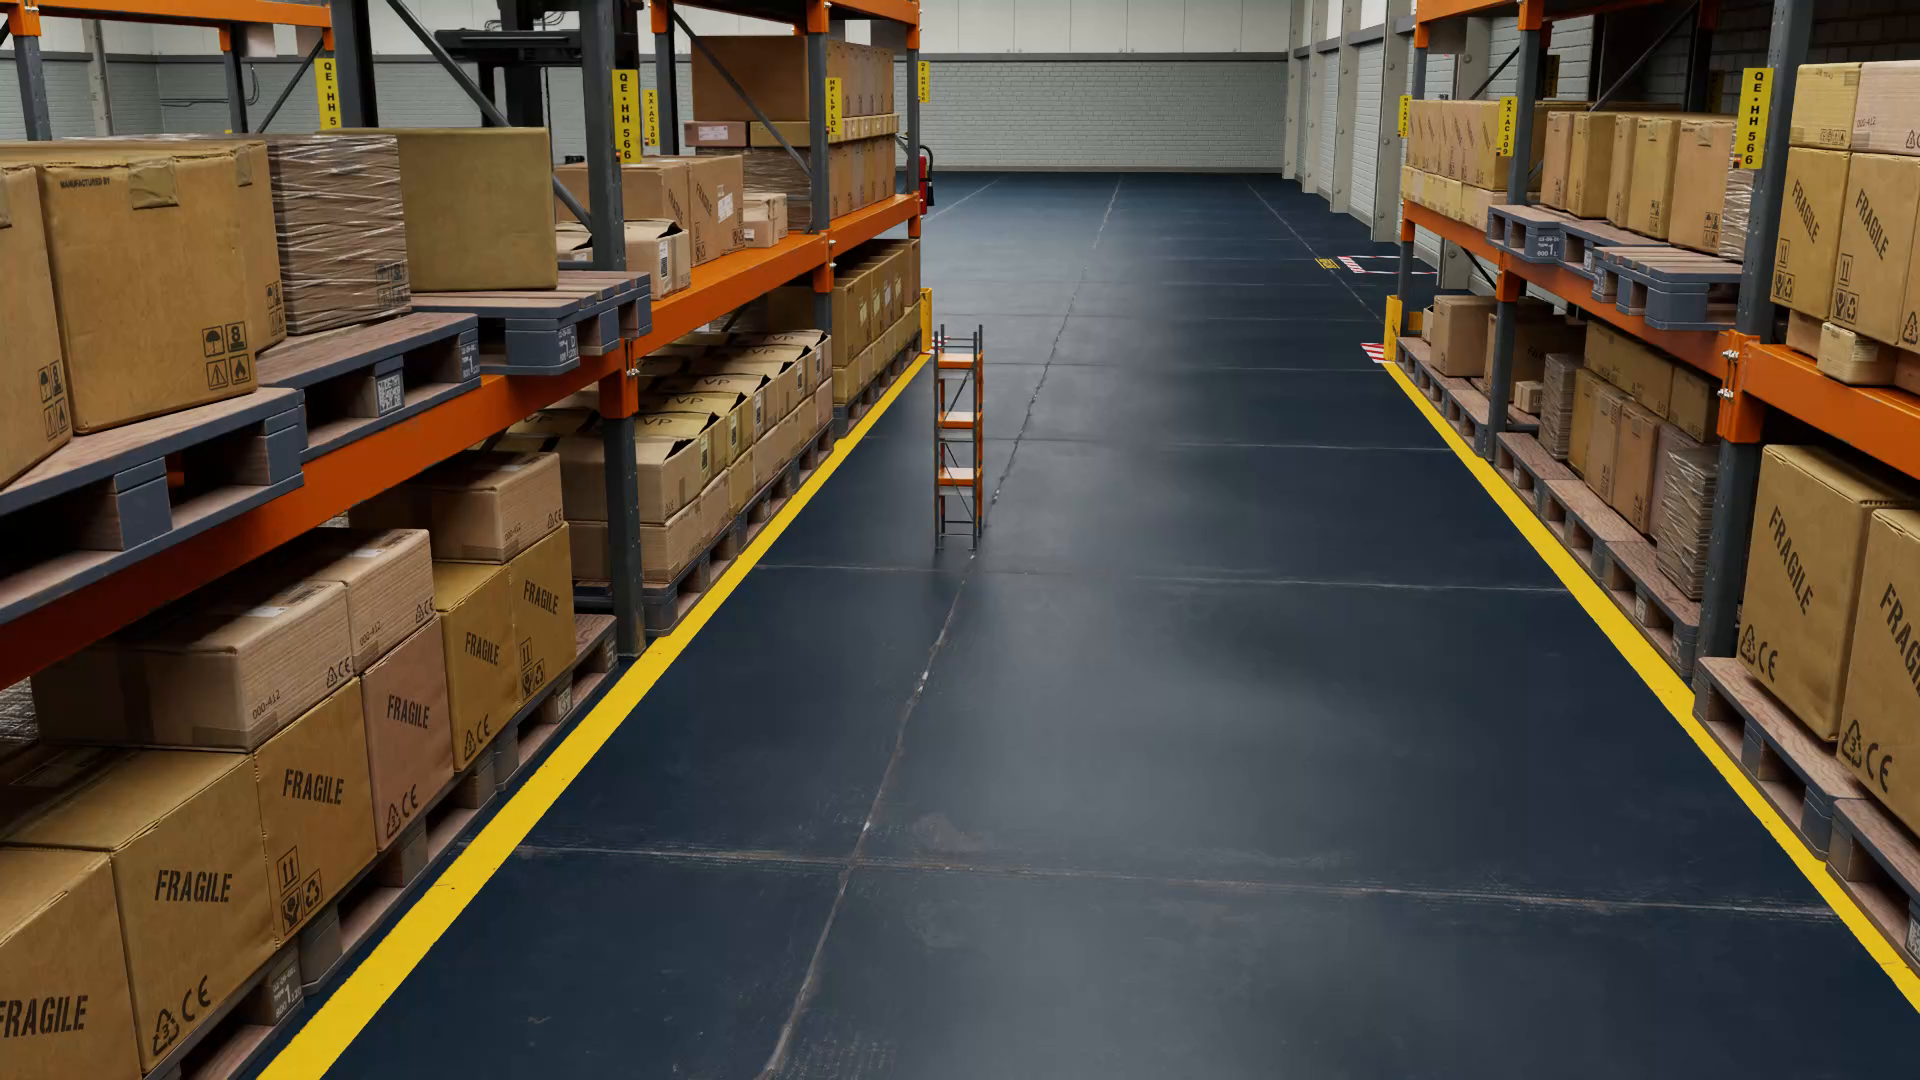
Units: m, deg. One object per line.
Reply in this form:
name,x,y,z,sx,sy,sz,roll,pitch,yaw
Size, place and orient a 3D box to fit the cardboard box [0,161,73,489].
cardboard box,-1.915,-0.343,2.686,0.700,0.500,0.500,-3,16,-13

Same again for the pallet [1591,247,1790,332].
pallet,3.157,-0.963,6.345,1.213,0.211,1.003,2,15,6

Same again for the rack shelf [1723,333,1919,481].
rack shelf,2.957,-0.002,3.801,1.077,0.370,4.000,2,15,6

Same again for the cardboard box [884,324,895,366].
cardboard box,-0.761,-1.426,12.152,0.500,0.250,0.500,2,15,6

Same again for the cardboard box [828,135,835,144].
cardboard box,-1.010,-2.608,10.625,0.380,0.149,0.250,1,15,5

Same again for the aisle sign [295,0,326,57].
aisle sign,-5.455,-4.499,14.075,0.394,0.787,0.004,2,15,6

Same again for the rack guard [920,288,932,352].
rack guard,-0.834,-1.887,14.184,1.175,0.500,0.348,2,15,6

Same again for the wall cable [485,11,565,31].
wall cable,-11.970,-16.423,45.144,2.305,6.003,0.169,2,15,6

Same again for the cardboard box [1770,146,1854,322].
cardboard box,2.874,-0.951,5.132,0.500,0.500,0.500,2,15,8

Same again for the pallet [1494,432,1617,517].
pallet,3.548,-0.357,9.079,1.003,0.211,1.213,2,15,6

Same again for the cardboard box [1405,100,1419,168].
cardboard box,3.733,-3.127,12.792,0.500,0.500,0.500,2,15,6

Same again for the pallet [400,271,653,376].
pallet,-1.746,-0.742,5.528,1.213,0.211,1.003,2,15,6

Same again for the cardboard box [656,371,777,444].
cardboard box,-1.221,-0.688,8.349,0.500,0.311,0.500,2,15,6

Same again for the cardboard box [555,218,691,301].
cardboard box,-1.446,-1.196,7.009,0.500,0.311,0.500,2,15,6

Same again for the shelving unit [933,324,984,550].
shelving unit,-0.006,-0.493,7.974,0.215,1.050,0.252,2,15,6

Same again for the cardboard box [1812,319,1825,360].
cardboard box,2.878,-0.613,5.124,0.380,0.149,0.250,2,15,7

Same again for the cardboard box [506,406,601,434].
cardboard box,-1.873,-0.437,7.420,0.500,0.311,0.500,1,15,5

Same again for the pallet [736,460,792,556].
pallet,-1.468,-0.195,8.477,1.003,0.211,1.213,2,15,6

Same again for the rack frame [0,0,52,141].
rack frame,-6.210,-2.197,10.541,1.000,3.000,0.127,2,15,6

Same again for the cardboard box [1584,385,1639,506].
cardboard box,3.461,-0.453,8.037,0.700,0.500,0.500,2,15,7

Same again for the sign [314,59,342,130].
sign,-2.292,-1.587,6.067,0.100,0.325,0.005,2,15,6

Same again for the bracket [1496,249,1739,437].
bracket,-11.251,-4.338,10.086,30.936,5.461,7.100,2,15,6

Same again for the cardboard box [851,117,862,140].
cardboard box,-0.894,-2.877,11.623,0.380,0.149,0.250,2,15,6

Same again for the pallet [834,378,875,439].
pallet,-1.157,-0.909,11.120,1.003,0.211,1.213,2,15,6

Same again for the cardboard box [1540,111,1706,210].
cardboard box,3.543,-2.035,8.907,0.700,0.500,0.500,2,15,6

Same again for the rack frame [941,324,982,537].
rack frame,0.008,-0.525,8.091,0.200,1.050,0.008,2,15,6

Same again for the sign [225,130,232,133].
sign,-6.304,-3.385,14.405,0.100,0.325,0.005,2,15,6

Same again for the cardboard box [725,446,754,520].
cardboard box,-1.280,-0.281,7.917,0.500,0.250,0.500,1,15,5

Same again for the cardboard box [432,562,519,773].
cardboard box,-1.671,0.365,5.011,0.500,0.500,0.500,1,15,4

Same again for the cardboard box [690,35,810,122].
cardboard box,-1.245,-2.840,10.242,0.700,0.500,0.500,2,15,7

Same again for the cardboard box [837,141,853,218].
cardboard box,-1.131,-2.481,11.398,0.700,0.500,0.500,2,15,7

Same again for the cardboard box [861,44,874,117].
cardboard box,-1.018,-3.360,12.166,0.700,0.500,0.500,2,15,6

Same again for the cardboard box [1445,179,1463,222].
cardboard box,3.492,-2.234,10.927,0.500,0.250,0.500,2,15,6

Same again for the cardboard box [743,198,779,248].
cardboard box,-1.205,-1.752,9.152,0.396,0.266,0.258,1,15,5

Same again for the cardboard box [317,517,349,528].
cardboard box,-2.129,0.227,5.522,0.500,0.500,0.500,1,15,4

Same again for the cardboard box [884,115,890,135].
cardboard box,-0.748,-3.210,12.853,0.380,0.149,0.250,1,15,5

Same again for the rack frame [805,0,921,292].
rack frame,-0.837,-3.088,13.834,1.000,3.000,0.127,2,15,6

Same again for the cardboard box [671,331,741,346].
cardboard box,-1.582,-1.096,9.859,0.500,0.311,0.500,2,15,6

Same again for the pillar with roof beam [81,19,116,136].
pillar with roof beam,-18.770,-14.213,43.487,9.100,9.000,0.400,2,15,6

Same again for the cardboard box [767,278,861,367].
cardboard box,-0.925,-1.399,10.615,0.500,0.500,0.500,2,15,6

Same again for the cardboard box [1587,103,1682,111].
cardboard box,3.895,-2.320,9.809,0.500,0.500,0.500,1,15,5

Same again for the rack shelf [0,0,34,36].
rack shelf,-6.435,-2.779,8.325,1.077,0.370,4.000,2,15,6

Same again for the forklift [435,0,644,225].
forklift,-2.719,-2.309,11.084,1.130,2.935,3.031,2,15,7

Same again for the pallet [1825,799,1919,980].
pallet,2.879,0.996,4.074,1.003,0.211,1.213,2,15,6

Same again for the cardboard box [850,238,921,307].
cardboard box,-0.602,-2.177,13.494,0.500,0.500,0.500,2,15,6

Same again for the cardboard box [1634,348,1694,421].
cardboard box,3.392,-0.703,7.526,0.500,0.250,0.500,2,15,6

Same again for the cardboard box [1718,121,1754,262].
cardboard box,3.226,-1.251,6.006,0.700,0.500,0.500,0,15,0
